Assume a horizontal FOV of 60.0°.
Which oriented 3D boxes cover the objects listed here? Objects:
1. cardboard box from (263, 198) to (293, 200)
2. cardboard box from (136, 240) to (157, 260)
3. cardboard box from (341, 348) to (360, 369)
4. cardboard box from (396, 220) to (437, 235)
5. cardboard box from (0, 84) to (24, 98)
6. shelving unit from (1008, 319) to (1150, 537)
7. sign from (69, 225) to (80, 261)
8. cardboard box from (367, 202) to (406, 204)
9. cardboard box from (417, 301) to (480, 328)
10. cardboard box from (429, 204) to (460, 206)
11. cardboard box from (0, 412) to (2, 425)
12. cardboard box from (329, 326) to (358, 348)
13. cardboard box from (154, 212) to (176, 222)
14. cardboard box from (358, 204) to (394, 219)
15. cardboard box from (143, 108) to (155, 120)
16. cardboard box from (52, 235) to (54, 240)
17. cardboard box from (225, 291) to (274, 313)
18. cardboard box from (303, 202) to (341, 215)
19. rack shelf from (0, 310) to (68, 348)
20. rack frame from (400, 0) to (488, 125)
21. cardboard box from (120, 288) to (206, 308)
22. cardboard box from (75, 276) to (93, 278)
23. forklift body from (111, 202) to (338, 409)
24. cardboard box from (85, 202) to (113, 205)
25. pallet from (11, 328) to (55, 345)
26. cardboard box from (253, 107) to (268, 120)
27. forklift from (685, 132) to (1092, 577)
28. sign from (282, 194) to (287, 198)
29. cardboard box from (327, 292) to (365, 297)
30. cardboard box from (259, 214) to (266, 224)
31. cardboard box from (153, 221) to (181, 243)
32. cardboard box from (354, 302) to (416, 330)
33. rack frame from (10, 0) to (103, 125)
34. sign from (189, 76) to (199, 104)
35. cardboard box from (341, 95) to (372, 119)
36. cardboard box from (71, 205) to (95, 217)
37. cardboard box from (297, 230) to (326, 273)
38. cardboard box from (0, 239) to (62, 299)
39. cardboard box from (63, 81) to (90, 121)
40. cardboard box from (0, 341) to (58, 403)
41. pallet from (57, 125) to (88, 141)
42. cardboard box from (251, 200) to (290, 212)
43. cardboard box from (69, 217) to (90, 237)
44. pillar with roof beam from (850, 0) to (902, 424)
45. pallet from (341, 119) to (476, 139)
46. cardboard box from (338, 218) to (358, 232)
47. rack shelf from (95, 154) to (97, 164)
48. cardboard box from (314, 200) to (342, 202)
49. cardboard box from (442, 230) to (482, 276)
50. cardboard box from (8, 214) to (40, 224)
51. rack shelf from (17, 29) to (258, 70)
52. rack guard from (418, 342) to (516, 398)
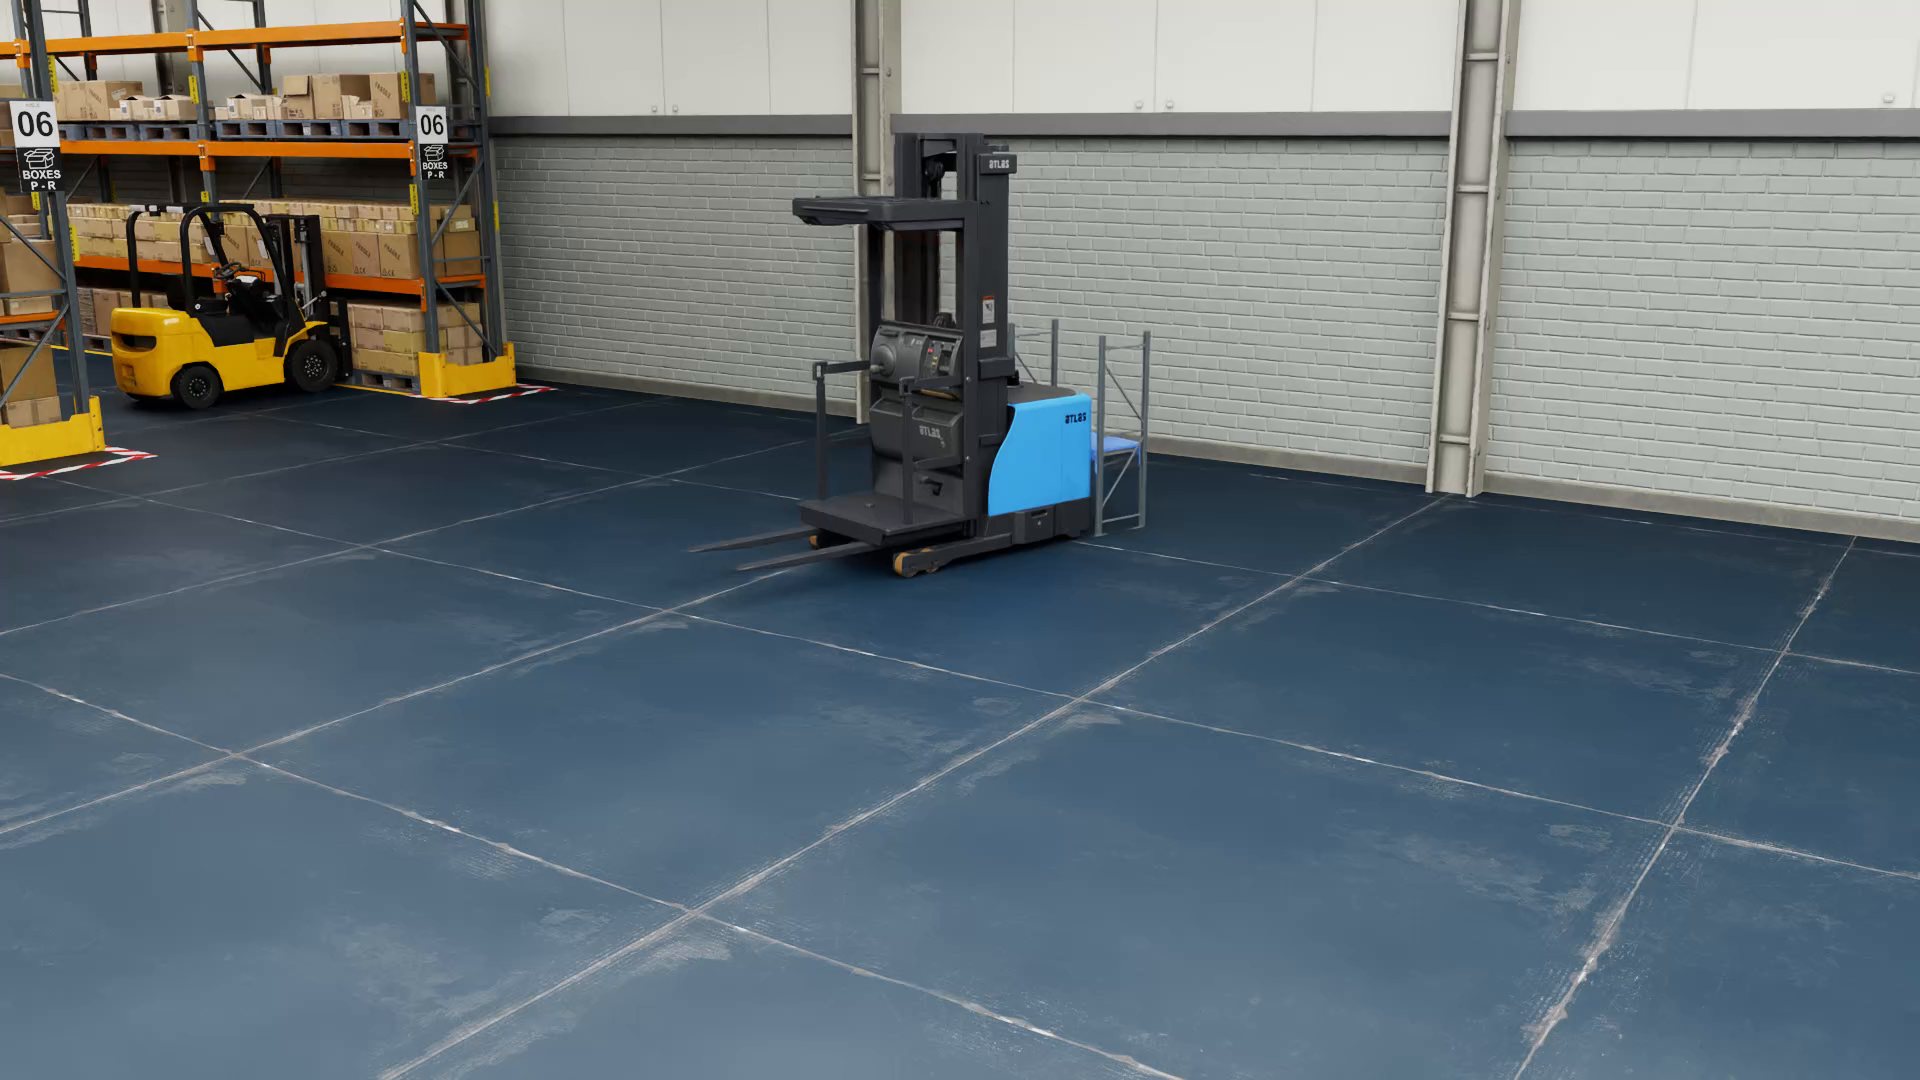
[{"bbox_3d":[-8.613,-4.263,21.124,0.250,0.149,0.380,9,17,33],"label":"cardboard box"},{"bbox_3d":[-10.426,-3.819,21.822,0.500,0.250,0.500,9,17,33],"label":"cardboard box"},{"bbox_3d":[-7.111,-2.208,19.848,0.500,0.250,0.500,9,17,33],"label":"cardboard box"},{"bbox_3d":[-6.171,-3.555,18.885,0.250,0.149,0.380,9,17,34],"label":"cardboard box"},{"bbox_3d":[-8.675,-4.021,14.943,0.250,0.149,0.380,9,17,32],"label":"cardboard box"},{"bbox_3d":[0.893,-0.887,12.786,0.538,1.500,1.048,-11,18,-38],"label":"shelving unit"},{"bbox_3d":[-8.192,-2.739,15.346,0.005,0.325,0.100,9,17,33],"label":"sign"},{"bbox_3d":[-6.904,-3.992,20.032,0.250,0.149,0.380,9,16,31],"label":"cardboard box"},{"bbox_3d":[-6.020,-2.658,19.585,0.500,0.250,0.500,9,16,32],"label":"cardboard box"},{"bbox_3d":[-6.072,-3.845,19.435,0.250,0.149,0.380,10,17,35],"label":"cardboard box"},{"bbox_3d":[-9.335,-1.138,15.527,0.500,0.250,0.500,9,17,33],"label":"cardboard box"},{"bbox_3d":[-7.156,-2.450,19.788,0.500,0.250,0.500,9,16,32],"label":"cardboard box"},{"bbox_3d":[-10.144,-4.186,21.432,0.250,0.149,0.380,9,16,31],"label":"cardboard box"},{"bbox_3d":[-6.761,-3.820,19.335,0.250,0.149,0.380,9,17,33],"label":"cardboard box"},{"bbox_3d":[-10.128,-5.411,21.138,0.250,0.149,0.380,9,17,33],"label":"cardboard box"},{"bbox_3d":[-12.134,-4.093,22.927,0.500,0.250,0.500,9,17,33],"label":"cardboard box"},{"bbox_3d":[-8.820,-2.965,20.825,0.500,0.250,0.500,9,16,32],"label":"cardboard box"},{"bbox_3d":[-7.618,-3.957,19.888,0.250,0.149,0.380,9,17,33],"label":"cardboard box"},{"bbox_3d":[-10.154,-2.130,16.183,4.000,0.370,1.077,9,17,33],"label":"rack shelf"},{"bbox_3d":[-5.727,-6.113,18.292,0.127,3.000,1.000,9,17,33],"label":"rack frame"},{"bbox_3d":[-10.750,-3.063,22.520,0.625,0.625,0.875,8,16,31],"label":"cardboard box"},{"bbox_3d":[-12.830,-3.752,24.218,0.250,0.149,0.380,10,17,35],"label":"cardboard box"},{"bbox_3d":[-8.319,-2.680,18.673,1.214,2.155,2.313,9,17,33],"label":"forklift body"},{"bbox_3d":[-11.983,-4.634,23.243,0.250,0.149,0.380,10,17,35],"label":"cardboard box"},{"bbox_3d":[-12.964,-3.028,24.117,1.213,0.211,1.003,9,17,33],"label":"pallet"},{"bbox_3d":[-8.206,-5.100,19.883,0.250,0.149,0.380,10,17,34],"label":"cardboard box"},{"bbox_3d":[-0.468,-1.312,11.524,3.031,2.935,1.130,-11,18,-39],"label":"forklift"},{"bbox_3d":[-8.738,-4.307,21.514,0.005,0.325,0.100,9,17,33],"label":"sign"},{"bbox_3d":[-7.689,-2.929,20.681,0.500,0.250,0.500,9,17,33],"label":"cardboard box"},{"bbox_3d":[-8.318,-3.894,20.254,0.250,0.149,0.380,10,17,34],"label":"cardboard box"},{"bbox_3d":[-10.027,-3.990,21.471,0.500,0.250,0.500,9,16,31],"label":"cardboard box"},{"bbox_3d":[-6.710,-2.623,19.443,0.500,0.250,0.500,10,17,34],"label":"cardboard box"},{"bbox_3d":[-12.365,-7.186,22.626,0.127,3.000,1.000,9,17,33],"label":"rack frame"},{"bbox_3d":[-9.341,-5.488,20.277,0.005,0.325,0.100,9,17,33],"label":"sign"},{"bbox_3d":[-6.795,-4.929,18.948,0.258,0.266,0.396,9,17,33],"label":"cardboard box"},{"bbox_3d":[-11.816,-4.471,22.585,0.250,0.149,0.380,10,17,34],"label":"cardboard box"},{"bbox_3d":[-7.556,-3.469,19.885,0.500,0.500,0.500,9,17,33],"label":"cardboard box"},{"bbox_3d":[-8.733,-2.523,15.445,0.500,0.500,0.500,9,16,32],"label":"cardboard box"},{"bbox_3d":[-11.426,-5.838,22.130,0.500,0.500,0.700,9,16,32],"label":"cardboard box"},{"bbox_3d":[-9.029,-1.611,15.875,0.500,0.500,0.500,9,16,31],"label":"cardboard box"},{"bbox_3d":[-11.752,-5.565,22.713,1.003,0.211,1.213,10,17,35],"label":"pallet"},{"bbox_3d":[-8.463,-4.094,20.443,0.250,0.149,0.380,9,16,32],"label":"cardboard box"},{"bbox_3d":[-11.719,-4.268,22.595,0.500,0.250,0.500,10,17,35],"label":"cardboard box"},{"bbox_3d":[-3.226,-4.723,12.677,0.400,9.000,9.100,9,17,33],"label":"pillar with roof beam"},{"bbox_3d":[-6.300,-4.714,19.067,1.213,0.211,1.003,9,17,33],"label":"pallet"},{"bbox_3d":[-7.028,-3.693,19.439,0.250,0.149,0.380,9,16,31],"label":"cardboard box"},{"bbox_3d":[-14.025,-5.649,24.156,4.000,0.370,1.077,9,17,33],"label":"rack shelf"},{"bbox_3d":[-7.754,-4.128,20.581,0.250,0.149,0.380,9,16,32],"label":"cardboard box"},{"bbox_3d":[-5.983,-3.372,19.493,0.500,0.500,0.500,10,17,35],"label":"cardboard box"},{"bbox_3d":[-13.422,-4.482,23.625,0.500,0.250,0.500,8,16,30],"label":"cardboard box"},{"bbox_3d":[-10.706,-6.375,21.677,4.000,0.370,1.077,9,17,33],"label":"rack shelf"},{"bbox_3d":[-5.707,-1.985,19.300,0.348,0.500,1.175,9,17,33],"label":"rack guard"}]
